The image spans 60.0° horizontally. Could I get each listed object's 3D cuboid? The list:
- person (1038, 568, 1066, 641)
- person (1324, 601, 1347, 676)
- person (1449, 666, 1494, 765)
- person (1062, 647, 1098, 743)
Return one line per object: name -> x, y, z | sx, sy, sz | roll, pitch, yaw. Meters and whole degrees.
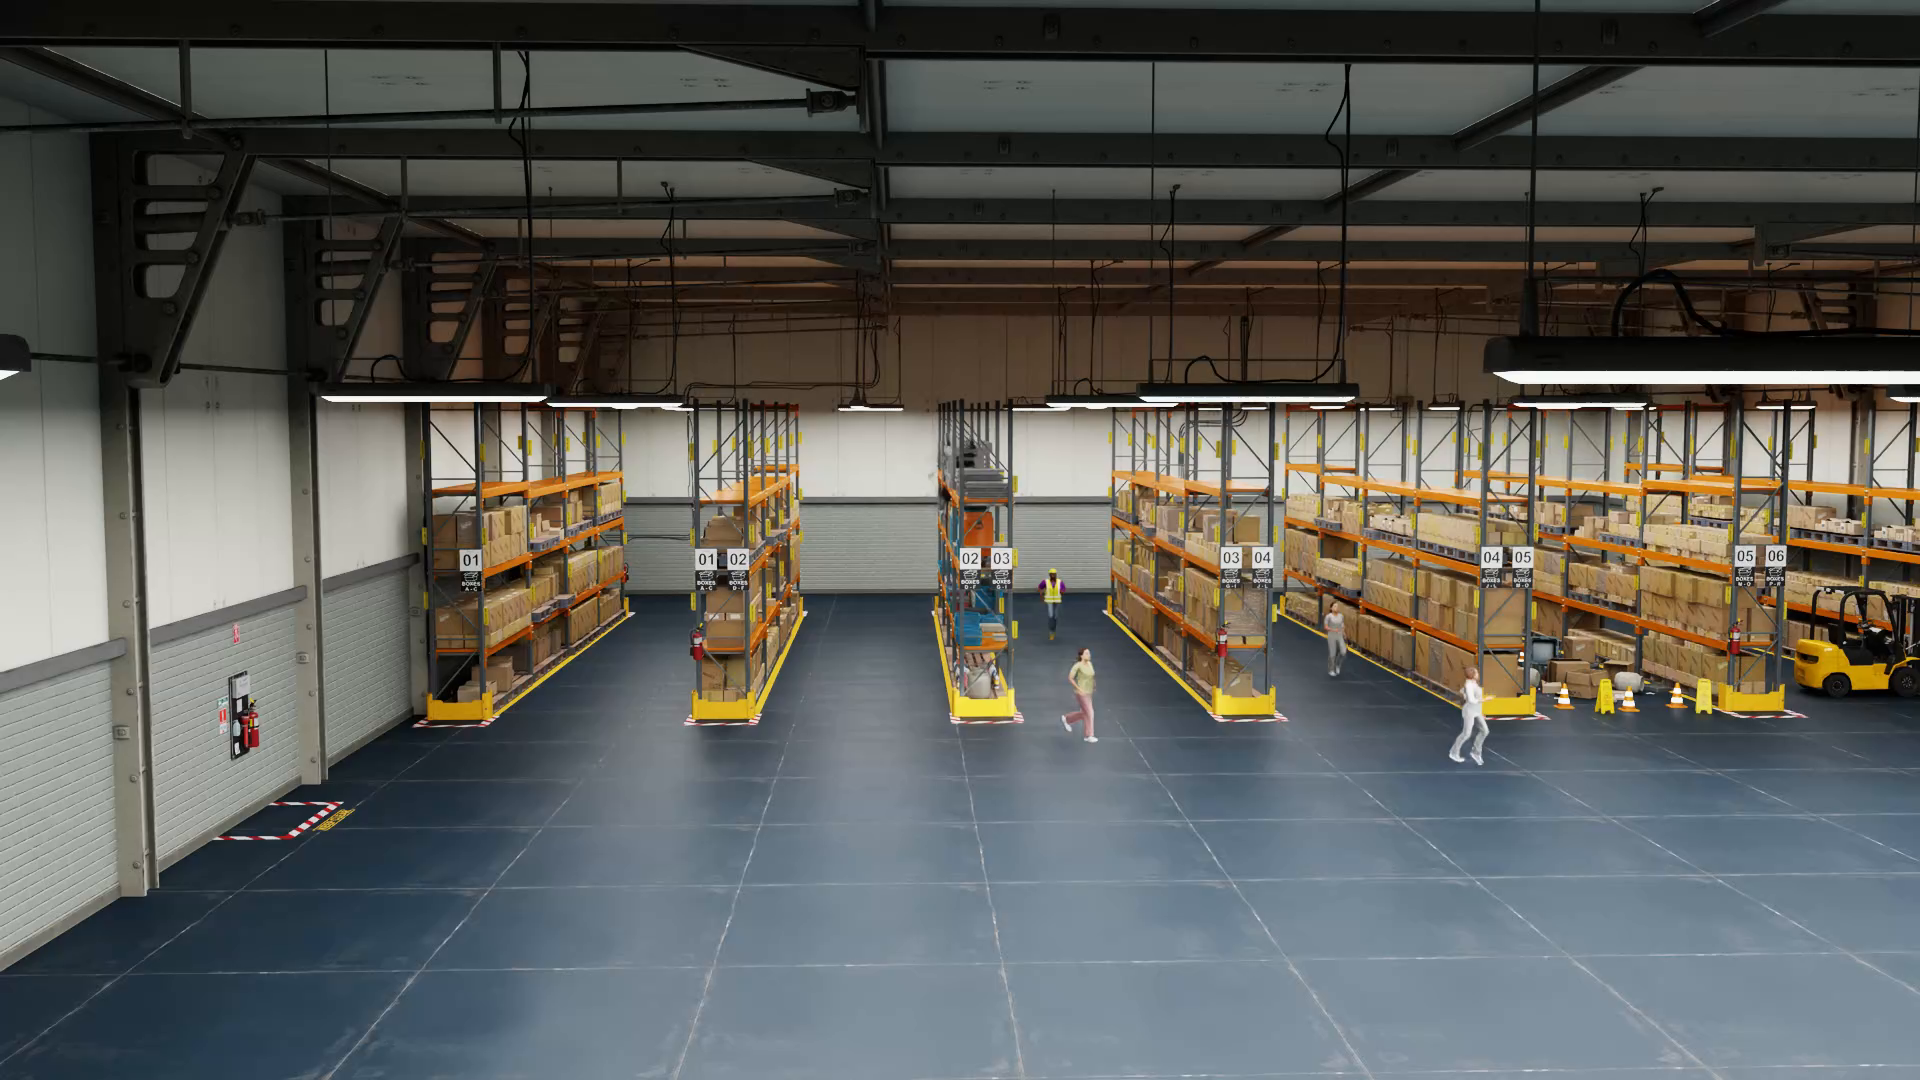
person -> 2.361, 1.629, 42.280 | 0.677, 1.819, 0.738 | -1, 4, -10
person -> 8.181, 2.150, 36.141 | 0.545, 1.634, 0.609 | -1, 4, -11
person -> 8.346, 2.872, 27.096 | 0.684, 1.647, 0.526 | 3, 5, 33
person -> 2.112, 2.683, 29.113 | 0.777, 1.654, 0.580 | 4, 6, 40
